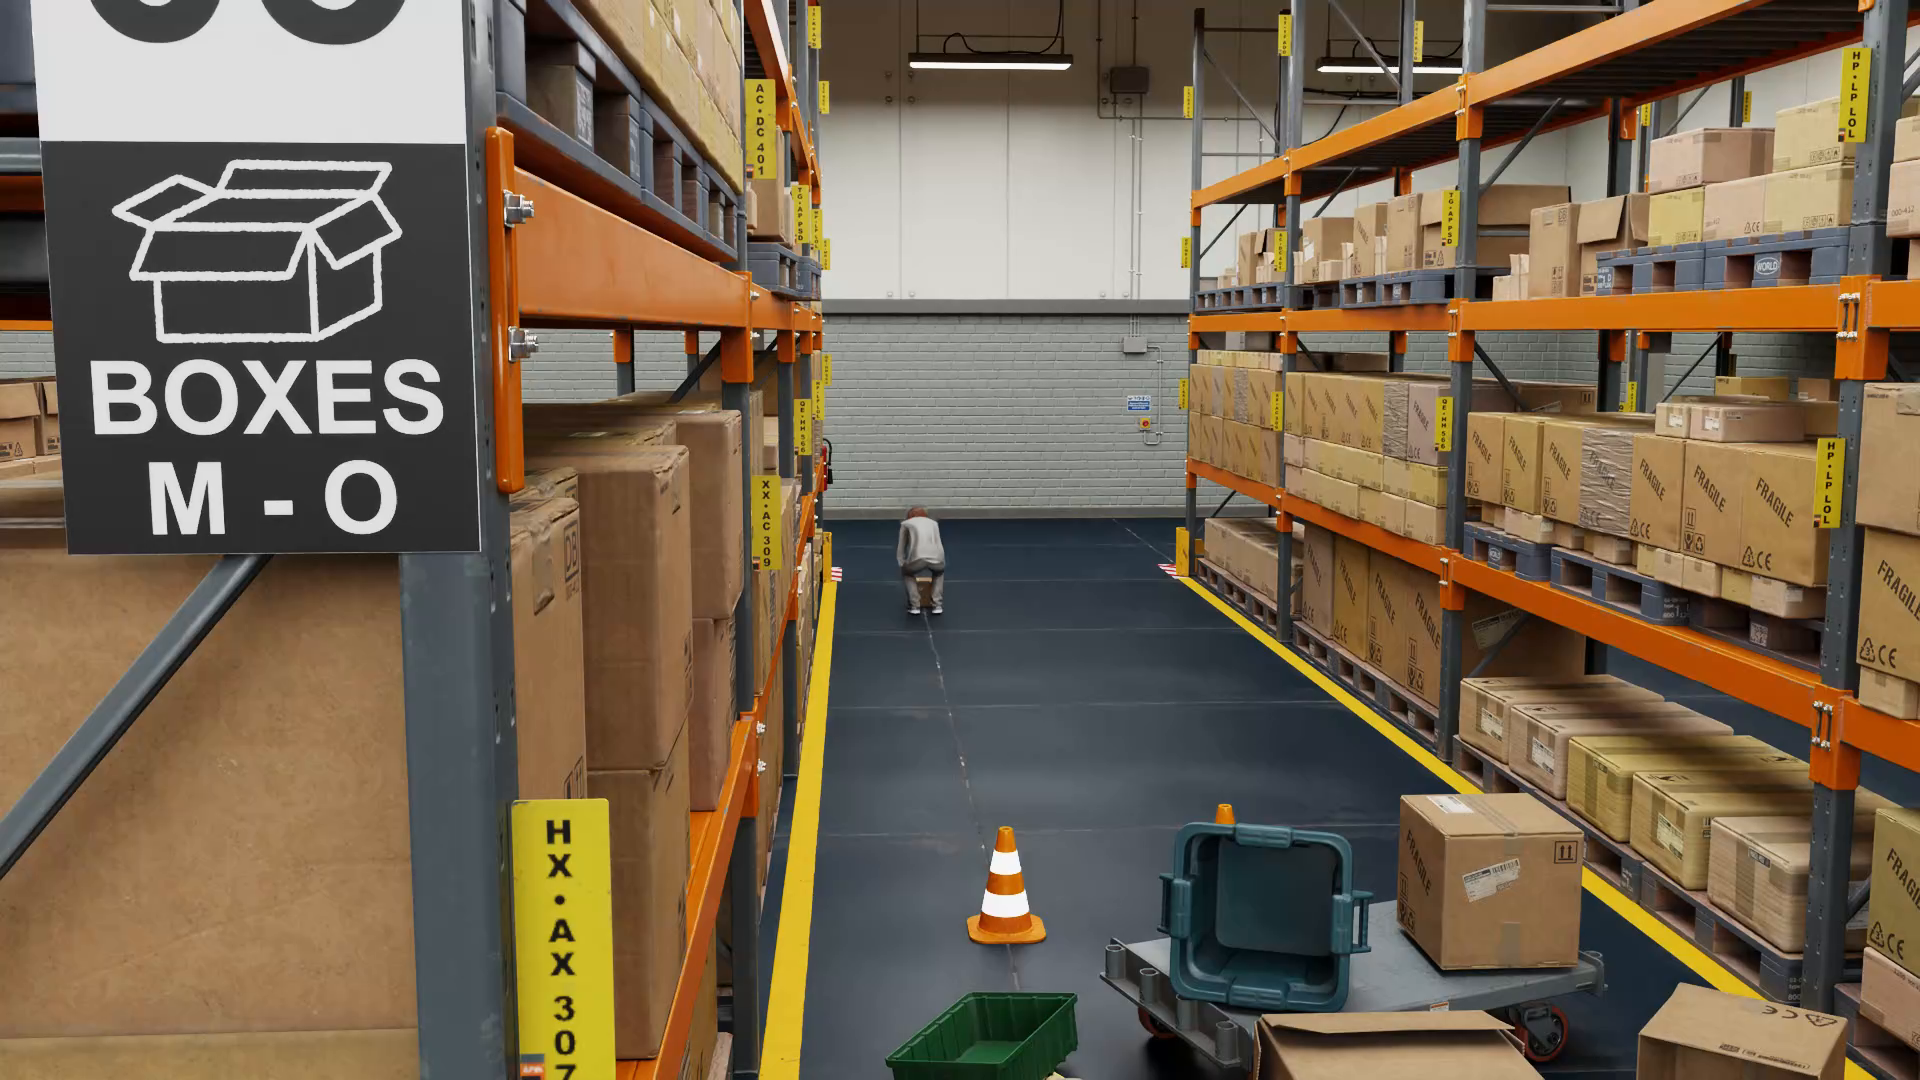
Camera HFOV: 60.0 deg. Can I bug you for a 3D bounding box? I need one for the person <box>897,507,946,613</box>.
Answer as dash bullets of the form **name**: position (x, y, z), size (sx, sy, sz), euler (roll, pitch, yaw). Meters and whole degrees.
- **person**: position (-0.364, 0.204, 15.743), size (0.453, 0.963, 0.780), euler (-1, 7, -5)
